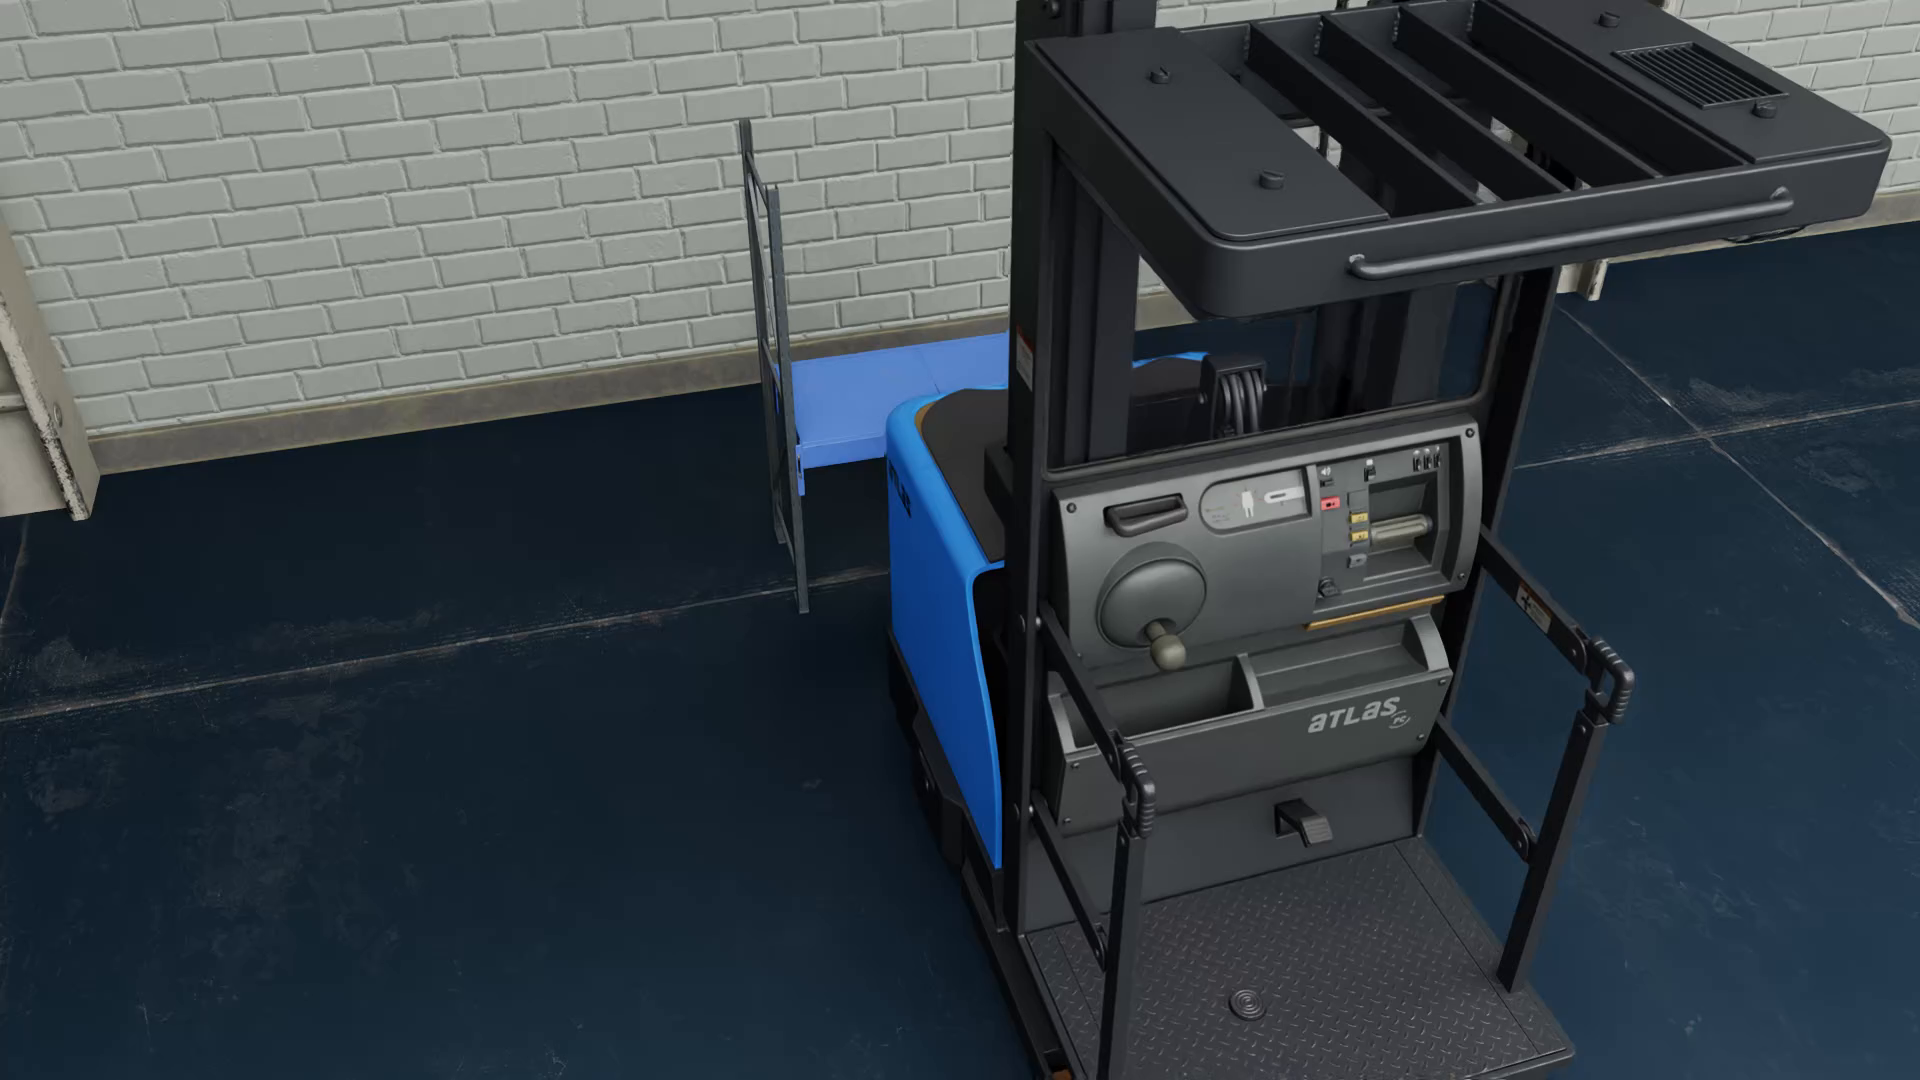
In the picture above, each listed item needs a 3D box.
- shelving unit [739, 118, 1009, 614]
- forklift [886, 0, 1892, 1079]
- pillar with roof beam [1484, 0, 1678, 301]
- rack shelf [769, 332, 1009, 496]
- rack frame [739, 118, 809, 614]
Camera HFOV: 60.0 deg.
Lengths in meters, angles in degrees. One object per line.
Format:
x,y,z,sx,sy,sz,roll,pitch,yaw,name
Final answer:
-0.082,-0.582,5.277,1.048,1.500,0.538,-9,38,-12,shelving unit
0.711,0.078,3.236,1.130,2.935,3.031,-11,39,-14,forklift
3.621,-2.135,1.134,0.400,9.000,9.100,-9,38,-12,pillar with roof beam
-0.082,-0.439,5.386,1.000,0.185,0.538,-9,38,-12,rack shelf
-0.573,-0.502,5.171,0.032,1.500,0.500,-9,38,-12,rack frame
